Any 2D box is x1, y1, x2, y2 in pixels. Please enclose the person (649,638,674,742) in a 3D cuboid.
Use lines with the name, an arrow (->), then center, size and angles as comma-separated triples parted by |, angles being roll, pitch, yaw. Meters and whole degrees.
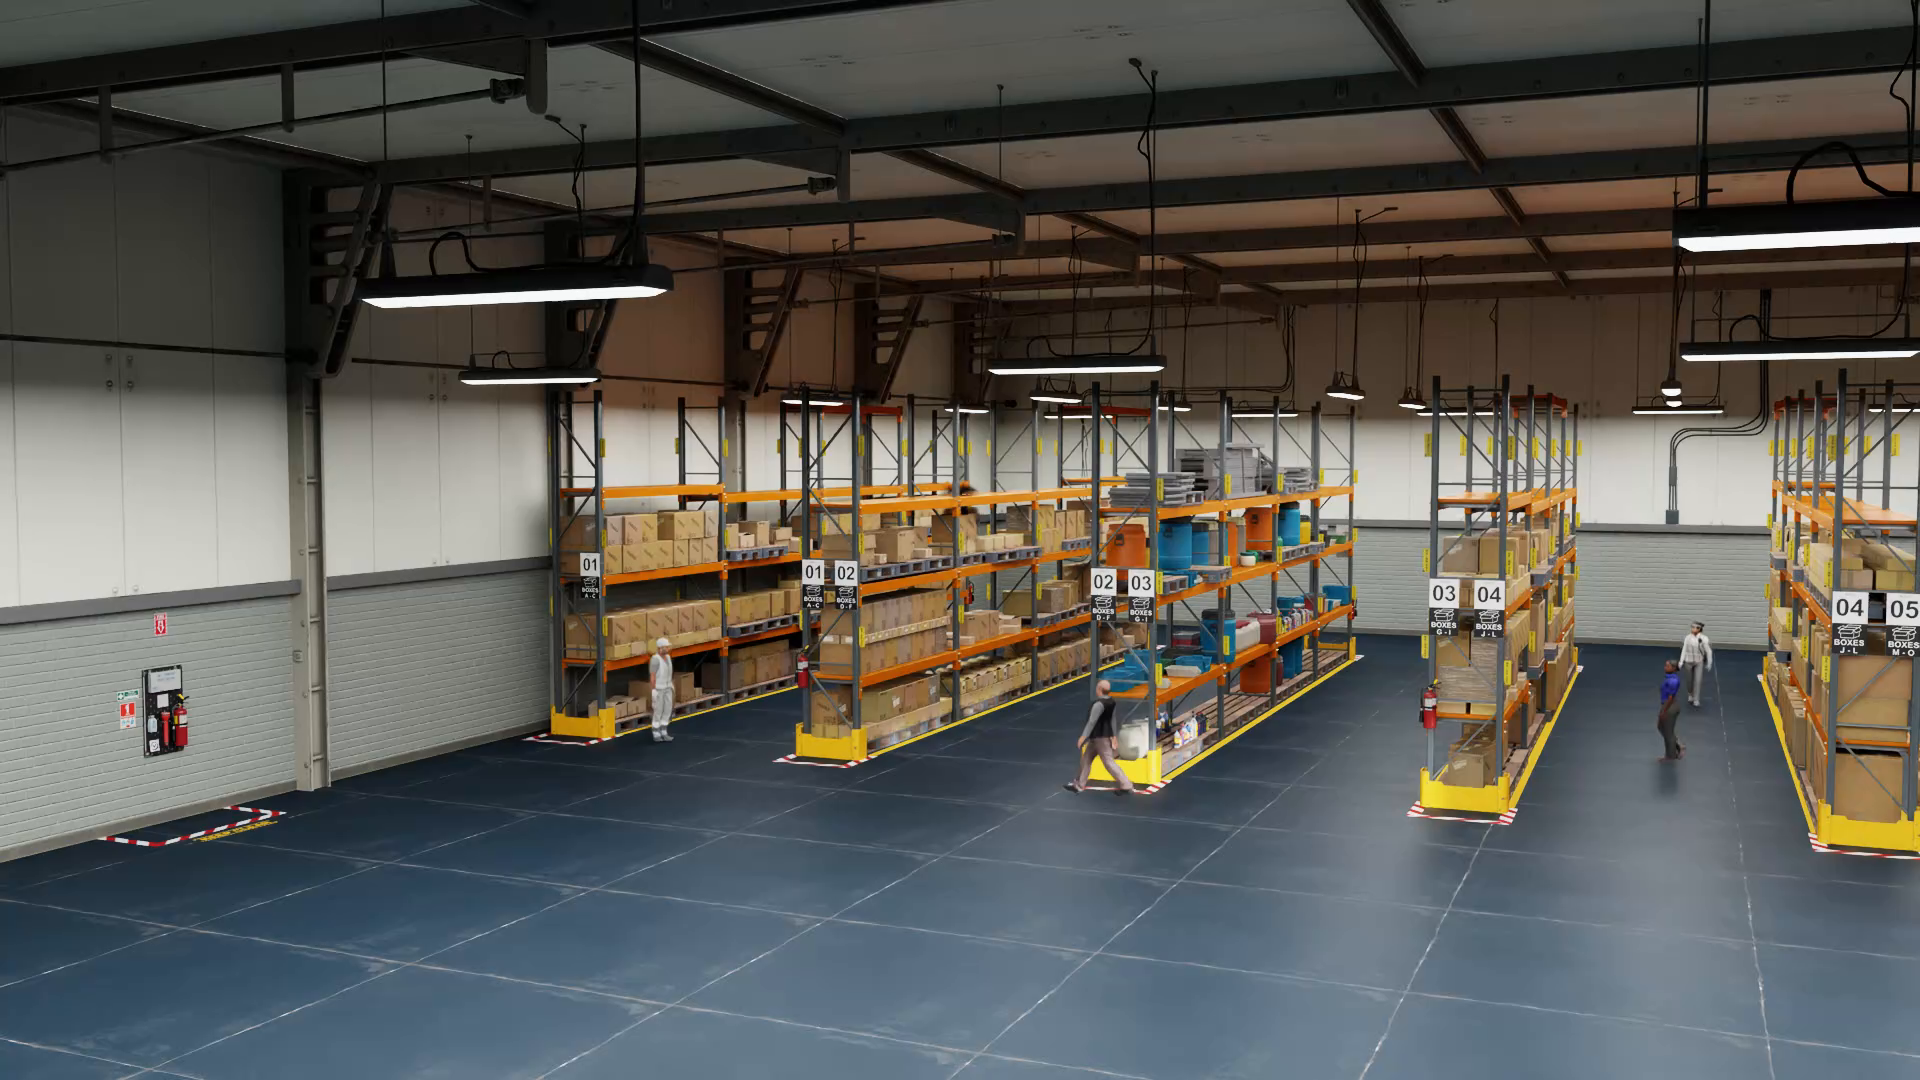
person -> -5.070, 2.546, 28.302 | 0.417, 1.785, 0.605 | 2, 4, 28

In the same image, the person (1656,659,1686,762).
person -> 11.246, 2.707, 26.375 | 0.459, 1.650, 0.492 | 3, 4, 39

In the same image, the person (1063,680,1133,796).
person -> 1.973, 2.844, 23.834 | 1.020, 1.679, 0.516 | 0, 3, 6

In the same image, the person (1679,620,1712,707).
person -> 14.339, 2.382, 32.405 | 0.583, 1.643, 0.931 | 1, 3, 23
